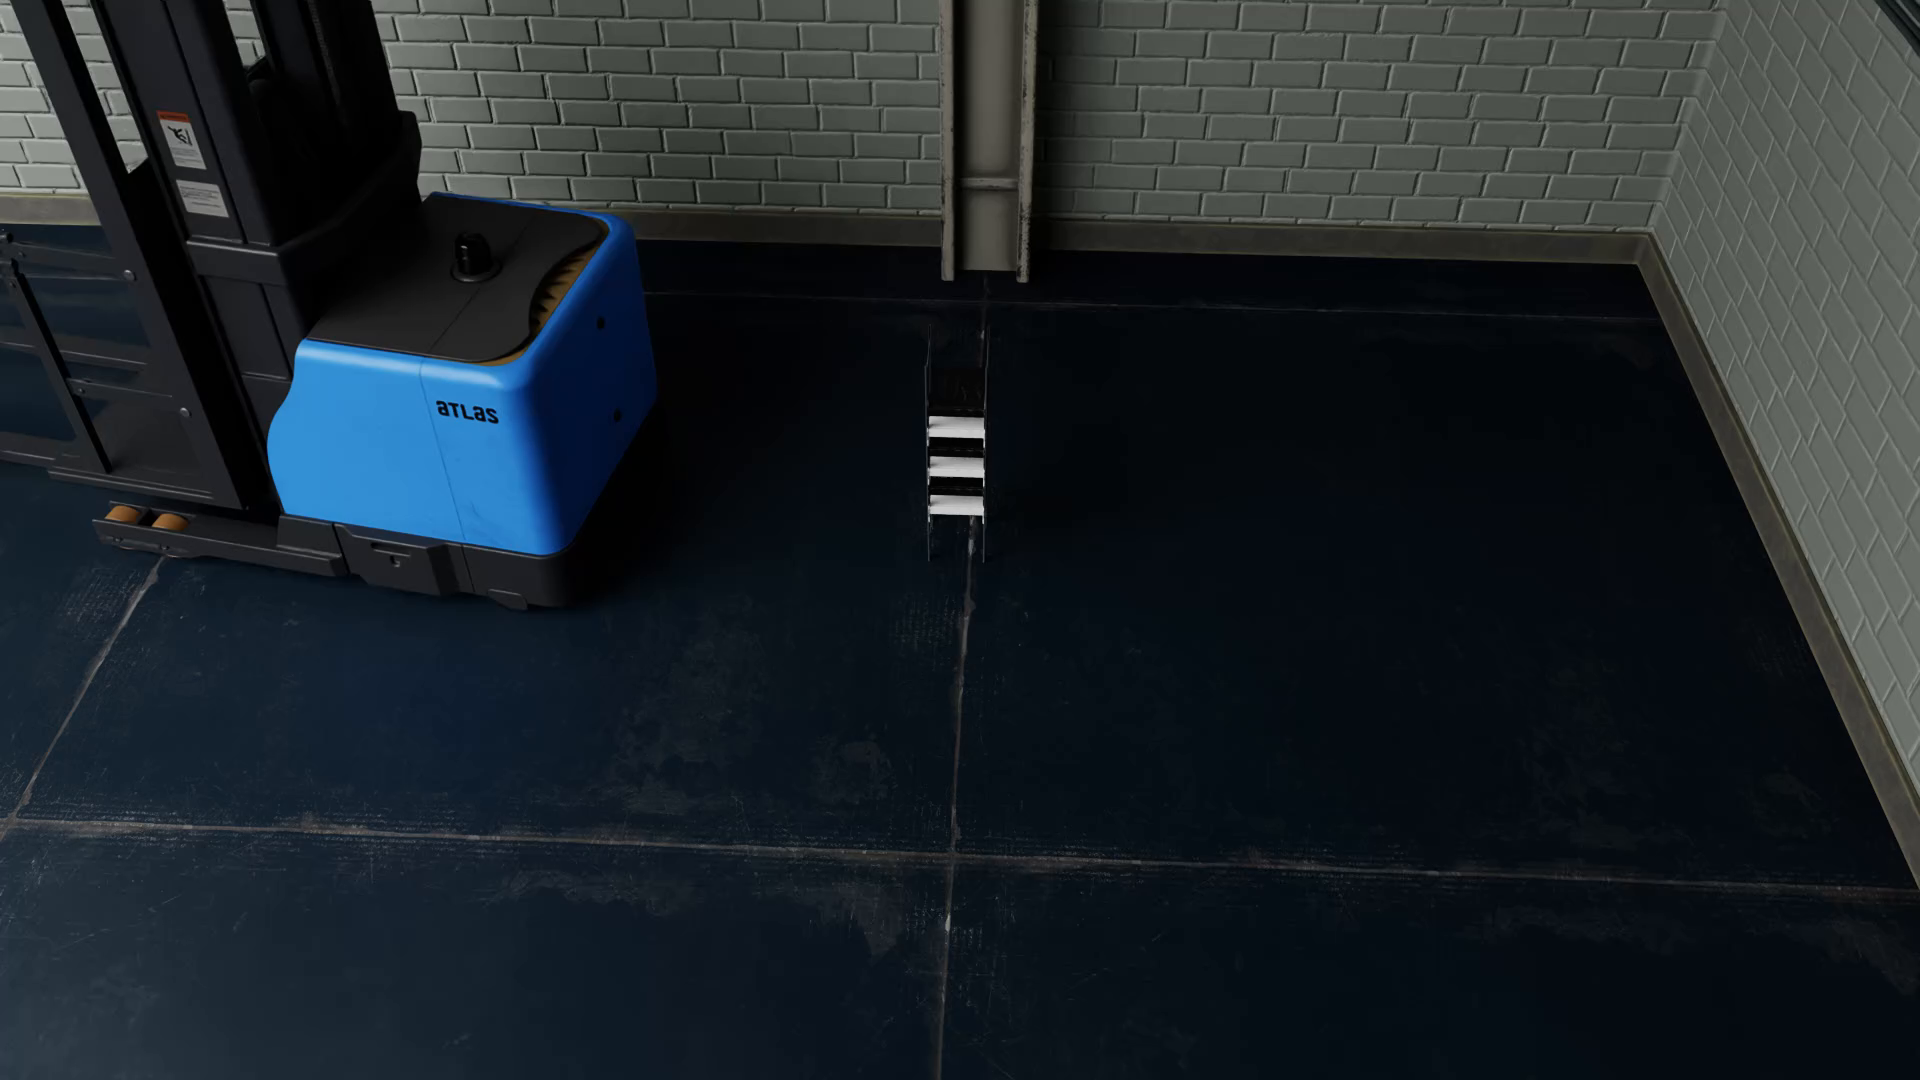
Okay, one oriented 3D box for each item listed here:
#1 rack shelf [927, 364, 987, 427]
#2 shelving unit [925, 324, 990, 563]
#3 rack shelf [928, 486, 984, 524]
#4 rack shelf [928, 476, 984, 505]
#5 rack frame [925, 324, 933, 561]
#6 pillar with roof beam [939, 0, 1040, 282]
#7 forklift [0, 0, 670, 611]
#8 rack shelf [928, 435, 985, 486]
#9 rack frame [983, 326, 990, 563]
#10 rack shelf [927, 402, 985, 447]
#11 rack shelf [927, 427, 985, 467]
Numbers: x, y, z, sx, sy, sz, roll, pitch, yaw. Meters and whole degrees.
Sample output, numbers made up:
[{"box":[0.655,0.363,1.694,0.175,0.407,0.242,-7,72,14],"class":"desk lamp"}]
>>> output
[{"box":[-0.008,-0.503,5.782,0.200,0.077,0.258,2,43,2],"class":"rack shelf"},{"box":[-0.008,-0.330,5.944,0.210,0.900,0.258,2,43,2],"class":"shelving unit"},{"box":[-0.008,-0.173,6.089,0.200,0.077,0.258,2,43,2],"class":"rack shelf"},{"box":[-0.008,-0.239,6.028,0.200,0.077,0.258,2,43,2],"class":"rack shelf"},{"box":[-0.110,-0.333,5.947,0.006,0.900,0.240,2,43,2],"class":"rack frame"},{"box":[-0.071,-1.634,1.402,0.400,9.000,9.100,2,43,2],"class":"pillar with roof beam"},{"box":[-2.717,-1.347,5.546,3.031,2.935,1.130,9,44,9],"class":"forklift"},{"box":[-0.008,-0.305,5.966,0.200,0.077,0.258,2,43,2],"class":"rack shelf"},{"box":[0.093,-0.326,5.940,0.006,0.900,0.240,2,43,2],"class":"rack frame"},{"box":[-0.008,-0.437,5.844,0.200,0.077,0.258,2,43,2],"class":"rack shelf"},{"box":[-0.008,-0.371,5.905,0.200,0.077,0.258,2,43,2],"class":"rack shelf"}]
